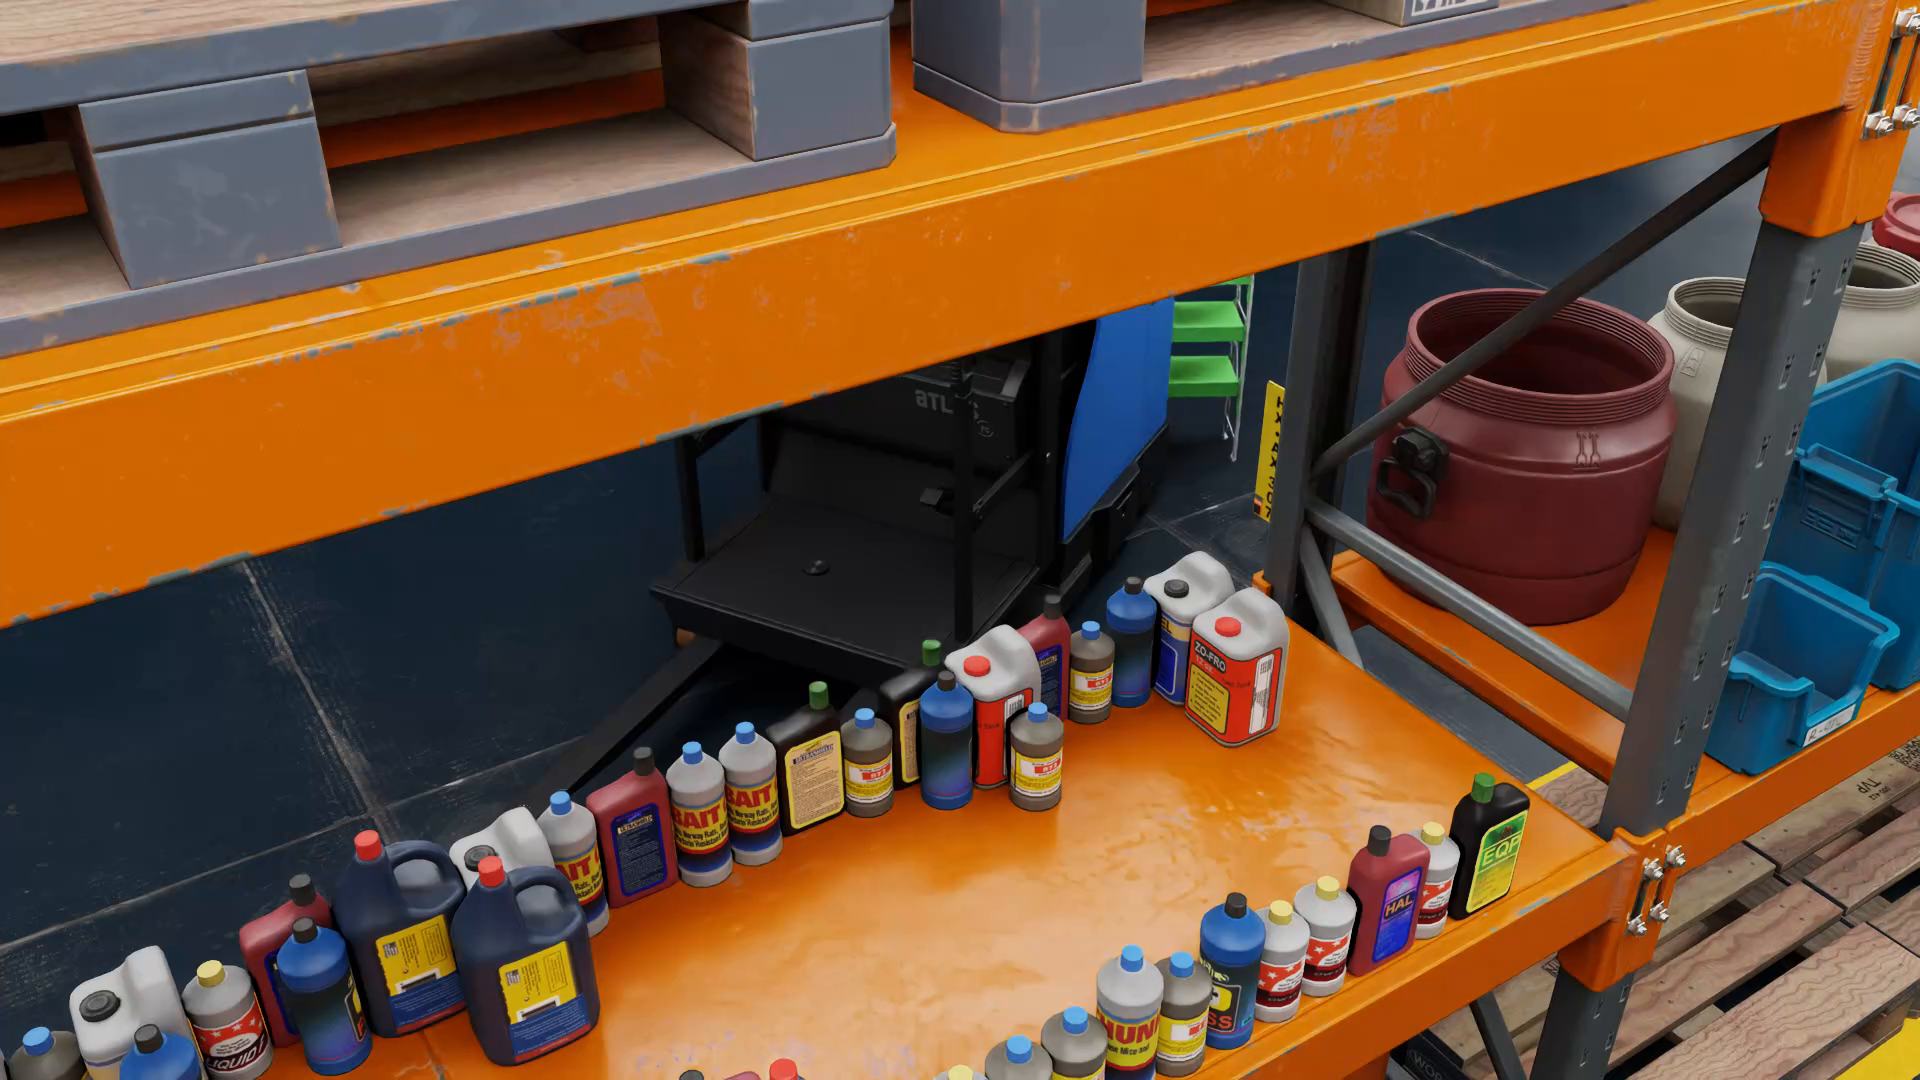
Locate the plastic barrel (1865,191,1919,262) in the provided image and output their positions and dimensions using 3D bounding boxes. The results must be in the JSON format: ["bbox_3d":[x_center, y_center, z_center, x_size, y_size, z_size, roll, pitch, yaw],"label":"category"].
[{"bbox_3d":[2.442,-0.562,4.203,0.433,0.535,0.433,0,32,0],"label":"plastic barrel"}]

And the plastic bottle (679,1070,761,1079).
[{"bbox_3d":[-0.320,0.813,2.260,0.133,0.283,0.061,-19,37,-27],"label":"plastic bottle"}]

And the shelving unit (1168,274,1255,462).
[{"bbox_3d":[0.866,-0.886,6.530,0.503,1.200,0.258,-1,32,-2],"label":"shelving unit"}]

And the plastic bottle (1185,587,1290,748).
[{"bbox_3d":[0.527,0.237,3.179,0.135,0.276,0.152,-19,37,-27],"label":"plastic bottle"}]

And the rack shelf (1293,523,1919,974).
[{"bbox_3d":[2.664,-0.138,4.331,4.000,0.370,1.077,-19,37,-27],"label":"rack shelf"}]

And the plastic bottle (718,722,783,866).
[{"bbox_3d":[-0.363,0.431,2.876,0.097,0.271,0.097,0,32,0],"label":"plastic bottle"}]

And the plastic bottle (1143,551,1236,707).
[{"bbox_3d":[0.444,0.169,3.288,0.135,0.276,0.152,-19,37,-27],"label":"plastic bottle"}]

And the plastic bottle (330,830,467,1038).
[{"bbox_3d":[-0.858,0.582,2.562,0.185,0.351,0.144,-19,37,-27],"label":"plastic bottle"}]

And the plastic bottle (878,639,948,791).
[{"bbox_3d":[-0.082,0.317,3.045,0.133,0.283,0.061,-19,37,-27],"label":"plastic bottle"}]

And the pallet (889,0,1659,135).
[{"bbox_3d":[0.287,-0.876,2.192,1.213,0.211,1.003,-19,37,-27],"label":"pallet"}]

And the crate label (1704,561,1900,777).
[{"bbox_3d":[1.540,0.253,3.194,0.416,0.233,0.303,-19,37,-27],"label":"crate label"}]

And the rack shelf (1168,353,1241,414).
[{"bbox_3d":[0.866,-0.629,6.692,0.480,0.148,0.258,-1,32,-2],"label":"rack shelf"}]

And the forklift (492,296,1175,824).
[{"bbox_3d":[-0.310,-0.881,4.899,1.130,2.935,3.031,15,35,23],"label":"forklift"}]

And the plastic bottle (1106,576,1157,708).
[{"bbox_3d":[0.332,0.192,3.255,0.097,0.271,0.097,0,32,0],"label":"plastic bottle"}]

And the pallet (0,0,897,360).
[{"bbox_3d":[-0.821,-0.496,1.591,1.213,0.211,1.003,-19,37,-27],"label":"pallet"}]

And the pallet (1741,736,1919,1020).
[{"bbox_3d":[2.680,0.758,4.850,1.213,0.211,1.003,-19,37,-27],"label":"pallet"}]

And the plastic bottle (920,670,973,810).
[{"bbox_3d":[-0.024,0.353,3.000,0.097,0.271,0.097,0,32,0],"label":"plastic bottle"}]

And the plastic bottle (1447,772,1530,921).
[{"bbox_3d":[0.874,0.494,2.766,0.133,0.283,0.061,-19,37,-27],"label":"plastic bottle"}]

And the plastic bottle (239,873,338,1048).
[{"bbox_3d":[-1.014,0.638,2.536,0.133,0.283,0.061,-19,37,-27],"label":"plastic bottle"}]

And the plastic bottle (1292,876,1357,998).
[{"bbox_3d":[0.573,0.620,2.642,0.097,0.201,0.097,0,32,0],"label":"plastic bottle"}]

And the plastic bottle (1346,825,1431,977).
[{"bbox_3d":[0.680,0.560,2.660,0.133,0.283,0.061,-19,37,-27],"label":"plastic bottle"}]

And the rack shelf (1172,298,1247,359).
[{"bbox_3d":[0.866,-0.832,6.564,0.480,0.148,0.258,-1,32,-2],"label":"rack shelf"}]

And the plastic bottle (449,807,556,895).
[{"bbox_3d":[-0.721,0.569,2.652,0.135,0.276,0.152,-19,37,-27],"label":"plastic bottle"}]

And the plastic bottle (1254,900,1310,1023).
[{"bbox_3d":[0.492,0.648,2.597,0.097,0.201,0.097,0,32,0],"label":"plastic bottle"}]

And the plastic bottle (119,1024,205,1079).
[{"bbox_3d":[-1.101,0.781,2.321,0.097,0.271,0.097,0,32,0],"label":"plastic bottle"}]

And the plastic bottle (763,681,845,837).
[{"bbox_3d":[-0.276,0.384,2.939,0.133,0.283,0.061,-19,37,-27],"label":"plastic bottle"}]

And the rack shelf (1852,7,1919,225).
[{"bbox_3d":[2.664,-1.407,3.531,4.000,0.370,1.077,-19,37,-27],"label":"rack shelf"}]

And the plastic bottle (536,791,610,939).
[{"bbox_3d":[-0.639,0.526,2.726,0.097,0.271,0.097,0,32,0],"label":"plastic bottle"}]

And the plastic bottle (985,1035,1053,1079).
[{"bbox_3d":[0.083,0.789,2.374,0.097,0.201,0.097,0,32,0],"label":"plastic bottle"}]

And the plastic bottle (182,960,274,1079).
[{"bbox_3d":[-1.101,0.714,2.492,0.097,0.201,0.097,0,32,0],"label":"plastic bottle"}]

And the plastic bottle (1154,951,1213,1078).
[{"bbox_3d":[0.328,0.704,2.508,0.097,0.201,0.097,0,32,0],"label":"plastic bottle"}]

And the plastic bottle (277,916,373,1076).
[{"bbox_3d":[-0.956,0.673,2.492,0.097,0.271,0.097,0,32,0],"label":"plastic bottle"}]

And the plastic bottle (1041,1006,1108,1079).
[{"bbox_3d":[0.164,0.761,2.419,0.097,0.201,0.097,0,32,0],"label":"plastic bottle"}]

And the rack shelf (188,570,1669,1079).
[{"bbox_3d":[-0.698,1.018,2.498,4.000,0.370,1.077,-19,37,-27],"label":"rack shelf"}]

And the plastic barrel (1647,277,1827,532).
[{"bbox_3d":[1.732,-0.304,3.816,0.421,0.512,0.421,0,32,0],"label":"plastic barrel"}]

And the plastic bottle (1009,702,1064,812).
[{"bbox_3d":[0.139,0.384,3.015,0.097,0.201,0.097,0,32,0],"label":"plastic bottle"}]

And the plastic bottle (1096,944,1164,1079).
[{"bbox_3d":[0.246,0.703,2.445,0.097,0.271,0.097,0,32,0],"label":"plastic bottle"}]

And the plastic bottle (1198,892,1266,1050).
[{"bbox_3d":[0.410,0.647,2.534,0.097,0.271,0.097,0,32,0],"label":"plastic bottle"}]

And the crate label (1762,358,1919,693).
[{"bbox_3d":[1.965,-0.045,3.477,0.616,0.435,0.502,-19,37,-27],"label":"crate label"}]

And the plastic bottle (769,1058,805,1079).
[{"bbox_3d":[-0.243,0.823,2.180,0.185,0.351,0.144,-19,37,-27],"label":"plastic bottle"}]

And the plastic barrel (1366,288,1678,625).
[{"bbox_3d":[1.209,-0.192,3.615,0.708,0.536,0.600,-19,37,-27],"label":"plastic barrel"}]

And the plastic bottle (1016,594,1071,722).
[{"bbox_3d":[0.143,0.240,3.167,0.133,0.283,0.061,-19,37,-27],"label":"plastic bottle"}]

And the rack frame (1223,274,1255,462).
[{"bbox_3d":[1.110,-0.890,6.537,0.015,1.200,0.240,-1,32,-2],"label":"rack frame"}]

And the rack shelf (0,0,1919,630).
[{"bbox_3d":[-0.698,-0.250,1.698,4.000,0.370,1.077,-19,37,-27],"label":"rack shelf"}]

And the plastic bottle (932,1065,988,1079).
[{"bbox_3d":[0.001,0.817,2.329,0.097,0.201,0.097,0,32,0],"label":"plastic bottle"}]

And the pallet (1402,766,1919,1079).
[{"bbox_3d":[1.655,1.109,4.294,1.213,0.211,1.003,-19,37,-27],"label":"pallet"}]

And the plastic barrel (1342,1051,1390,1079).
[{"bbox_3d":[0.581,1.025,3.454,0.708,0.830,0.600,-19,37,-27],"label":"plastic barrel"}]

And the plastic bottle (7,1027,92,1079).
[{"bbox_3d":[-1.296,0.781,2.386,0.097,0.201,0.097,0,32,0],"label":"plastic bottle"}]

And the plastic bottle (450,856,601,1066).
[{"bbox_3d":[-0.662,0.612,2.515,0.185,0.351,0.144,-19,37,-27],"label":"plastic bottle"}]

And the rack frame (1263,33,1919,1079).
[{"bbox_3d":[0.983,0.136,3.223,0.127,3.000,1.000,-19,37,-27],"label":"rack frame"}]

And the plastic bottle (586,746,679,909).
[{"bbox_3d":[-0.552,0.479,2.789,0.133,0.283,0.061,-19,37,-27],"label":"plastic bottle"}]

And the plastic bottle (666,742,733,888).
[{"bbox_3d":[-0.445,0.459,2.832,0.097,0.271,0.097,0,32,0],"label":"plastic bottle"}]

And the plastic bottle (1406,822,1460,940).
[{"bbox_3d":[0.767,0.553,2.747,0.097,0.201,0.097,0,32,0],"label":"plastic bottle"}]

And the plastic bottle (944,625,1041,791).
[{"bbox_3d":[0.055,0.302,3.076,0.135,0.276,0.152,-19,37,-27],"label":"plastic bottle"}]

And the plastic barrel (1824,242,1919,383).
[{"bbox_3d":[2.086,-0.426,4.009,0.421,0.512,0.421,0,32,0],"label":"plastic barrel"}]

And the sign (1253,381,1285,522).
[{"bbox_3d":[0.679,-0.178,3.567,0.005,0.325,0.100,-19,37,-27],"label":"sign"}]

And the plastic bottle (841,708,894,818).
[{"bbox_3d":[-0.169,0.394,3.001,0.097,0.201,0.097,0,32,0],"label":"plastic bottle"}]

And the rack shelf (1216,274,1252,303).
[{"bbox_3d":[0.866,-1.035,6.436,0.480,0.148,0.258,-1,32,-2],"label":"rack shelf"}]

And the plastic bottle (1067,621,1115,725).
[{"bbox_3d":[0.250,0.249,3.229,0.097,0.201,0.097,0,32,0],"label":"plastic bottle"}]

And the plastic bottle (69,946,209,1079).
[{"bbox_3d":[-1.184,0.728,2.400,0.135,0.276,0.152,-19,37,-27],"label":"plastic bottle"}]
